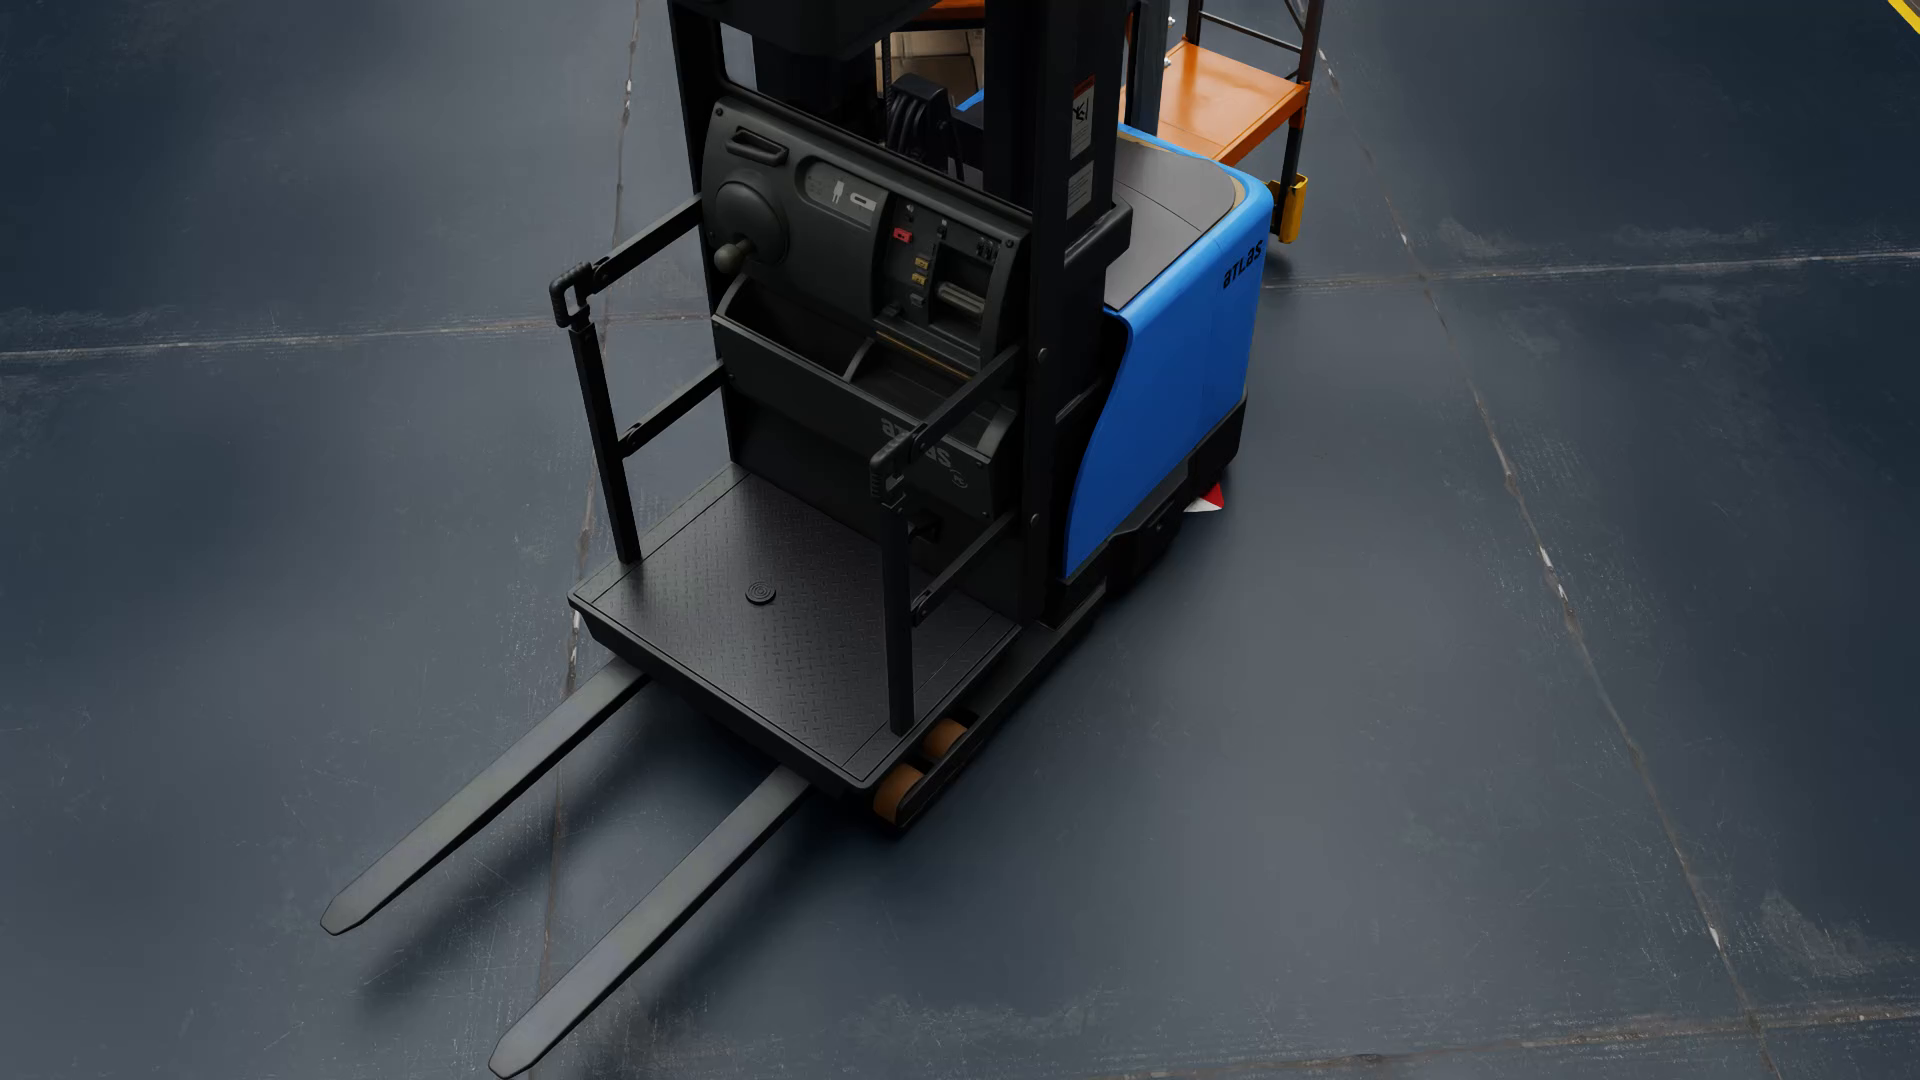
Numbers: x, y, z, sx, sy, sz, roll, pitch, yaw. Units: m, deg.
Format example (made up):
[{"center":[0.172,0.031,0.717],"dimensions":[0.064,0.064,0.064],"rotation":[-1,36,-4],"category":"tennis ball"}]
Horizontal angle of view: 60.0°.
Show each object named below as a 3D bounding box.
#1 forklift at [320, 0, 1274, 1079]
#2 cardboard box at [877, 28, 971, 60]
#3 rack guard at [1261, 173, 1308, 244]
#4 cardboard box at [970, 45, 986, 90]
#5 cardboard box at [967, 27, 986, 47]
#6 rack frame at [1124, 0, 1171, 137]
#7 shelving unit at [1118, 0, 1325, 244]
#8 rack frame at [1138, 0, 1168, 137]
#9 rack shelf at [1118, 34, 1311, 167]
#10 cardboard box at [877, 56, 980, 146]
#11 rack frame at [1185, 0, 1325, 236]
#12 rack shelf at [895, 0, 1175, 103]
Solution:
[{"center":[-0.381,-0.646,3.843],"dimensions":[1.130,2.935,3.031],"rotation":[29,53,25],"category":"forklift"},{"center":[-0.228,-1.954,6.625],"dimensions":[0.500,0.250,0.500],"rotation":[-3,47,-3],"category":"cardboard box"},{"center":[1.016,-1.336,6.240],"dimensions":[0.587,0.250,0.087],"rotation":[30,54,25],"category":"rack guard"},{"center":[0.308,-1.658,6.345],"dimensions":[0.500,0.250,0.500],"rotation":[-3,47,-3],"category":"cardboard box"},{"center":[0.266,-2.020,6.688],"dimensions":[0.500,0.250,0.500],"rotation":[-3,47,-3],"category":"cardboard box"},{"center":[0.113,-1.680,4.775],"dimensions":[1.000,3.000,0.127],"rotation":[-3,47,-3],"category":"rack frame"},{"center":[0.703,-1.471,5.517],"dimensions":[0.587,1.500,1.083],"rotation":[30,54,25],"category":"shelving unit"},{"center":[0.384,-1.170,5.243],"dimensions":[0.500,1.500,0.032],"rotation":[30,54,25],"category":"rack frame"},{"center":[0.699,-1.343,5.644],"dimensions":[0.538,0.185,1.000],"rotation":[30,54,25],"category":"rack shelf"},{"center":[-0.178,-1.350,5.882],"dimensions":[0.500,0.500,0.500],"rotation":[-3,47,-3],"category":"cardboard box"},{"center":[1.011,-1.761,5.782],"dimensions":[0.500,1.500,0.032],"rotation":[30,54,25],"category":"rack frame"},{"center":[-0.055,-2.880,6.407],"dimensions":[1.077,0.370,4.000],"rotation":[-3,47,-3],"category":"rack shelf"}]
